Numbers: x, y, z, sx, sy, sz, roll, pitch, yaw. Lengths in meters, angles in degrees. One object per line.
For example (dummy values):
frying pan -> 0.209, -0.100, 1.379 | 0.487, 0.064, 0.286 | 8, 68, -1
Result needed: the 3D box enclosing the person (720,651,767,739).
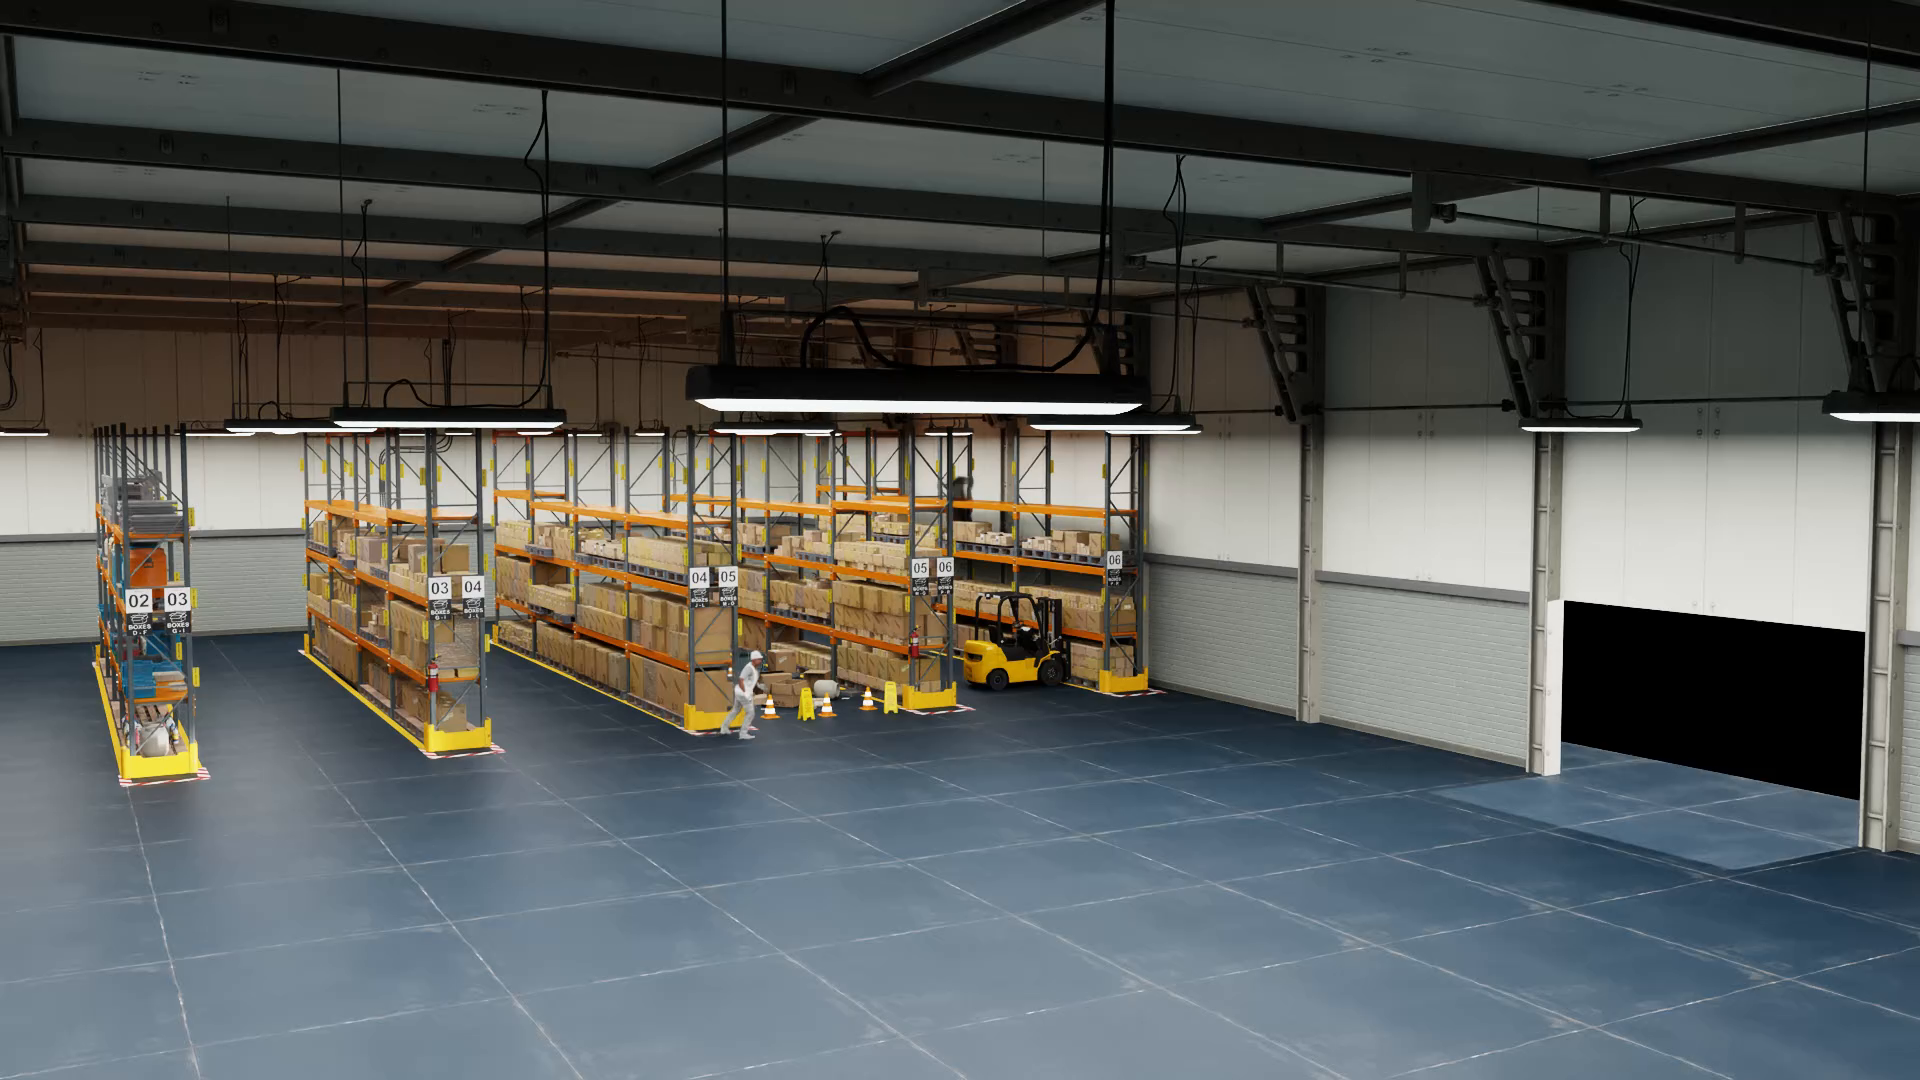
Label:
person -> -4.139, 2.956, 31.793 | 0.916, 1.697, 0.711 | 0, 3, -7
